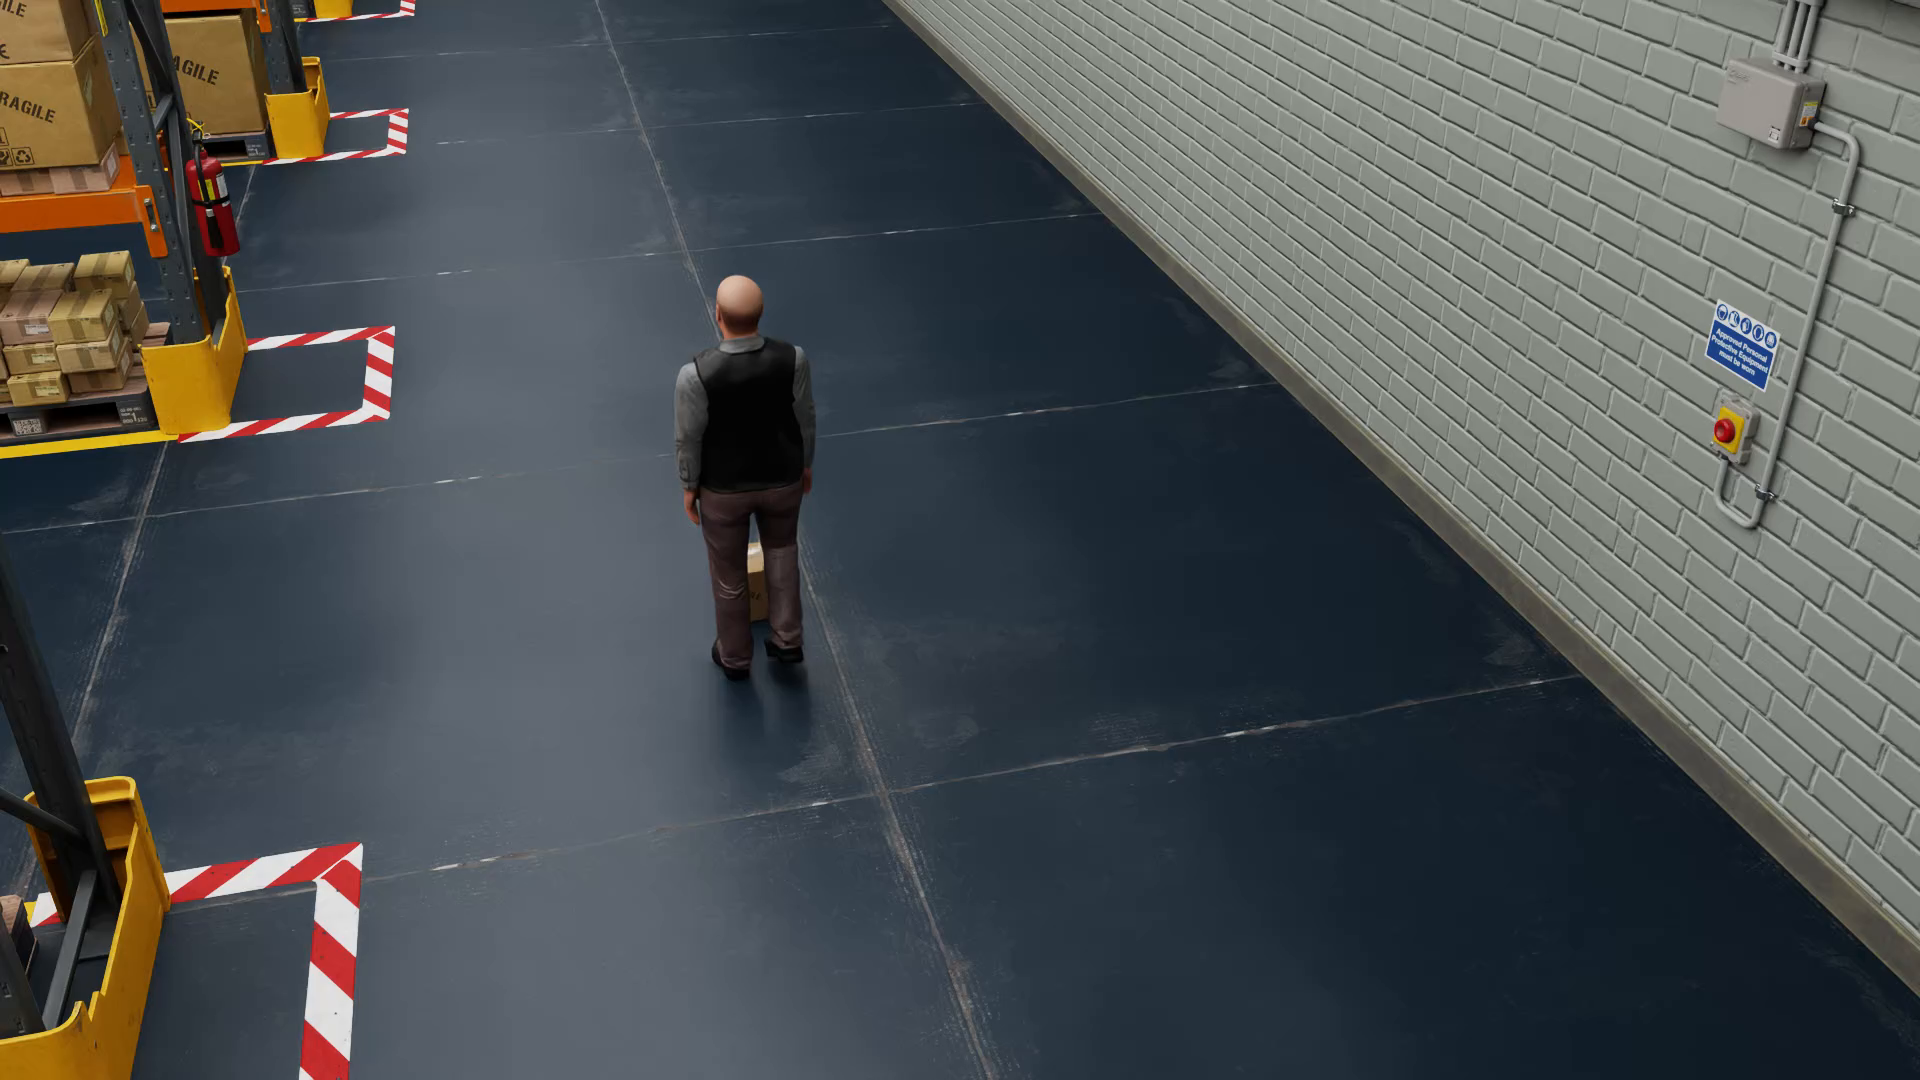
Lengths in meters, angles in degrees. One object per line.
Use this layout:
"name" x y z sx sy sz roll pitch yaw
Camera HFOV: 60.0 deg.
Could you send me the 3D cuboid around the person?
"person" -0.831 -0.222 6.513 0.554 1.728 0.439 -11 32 -18
